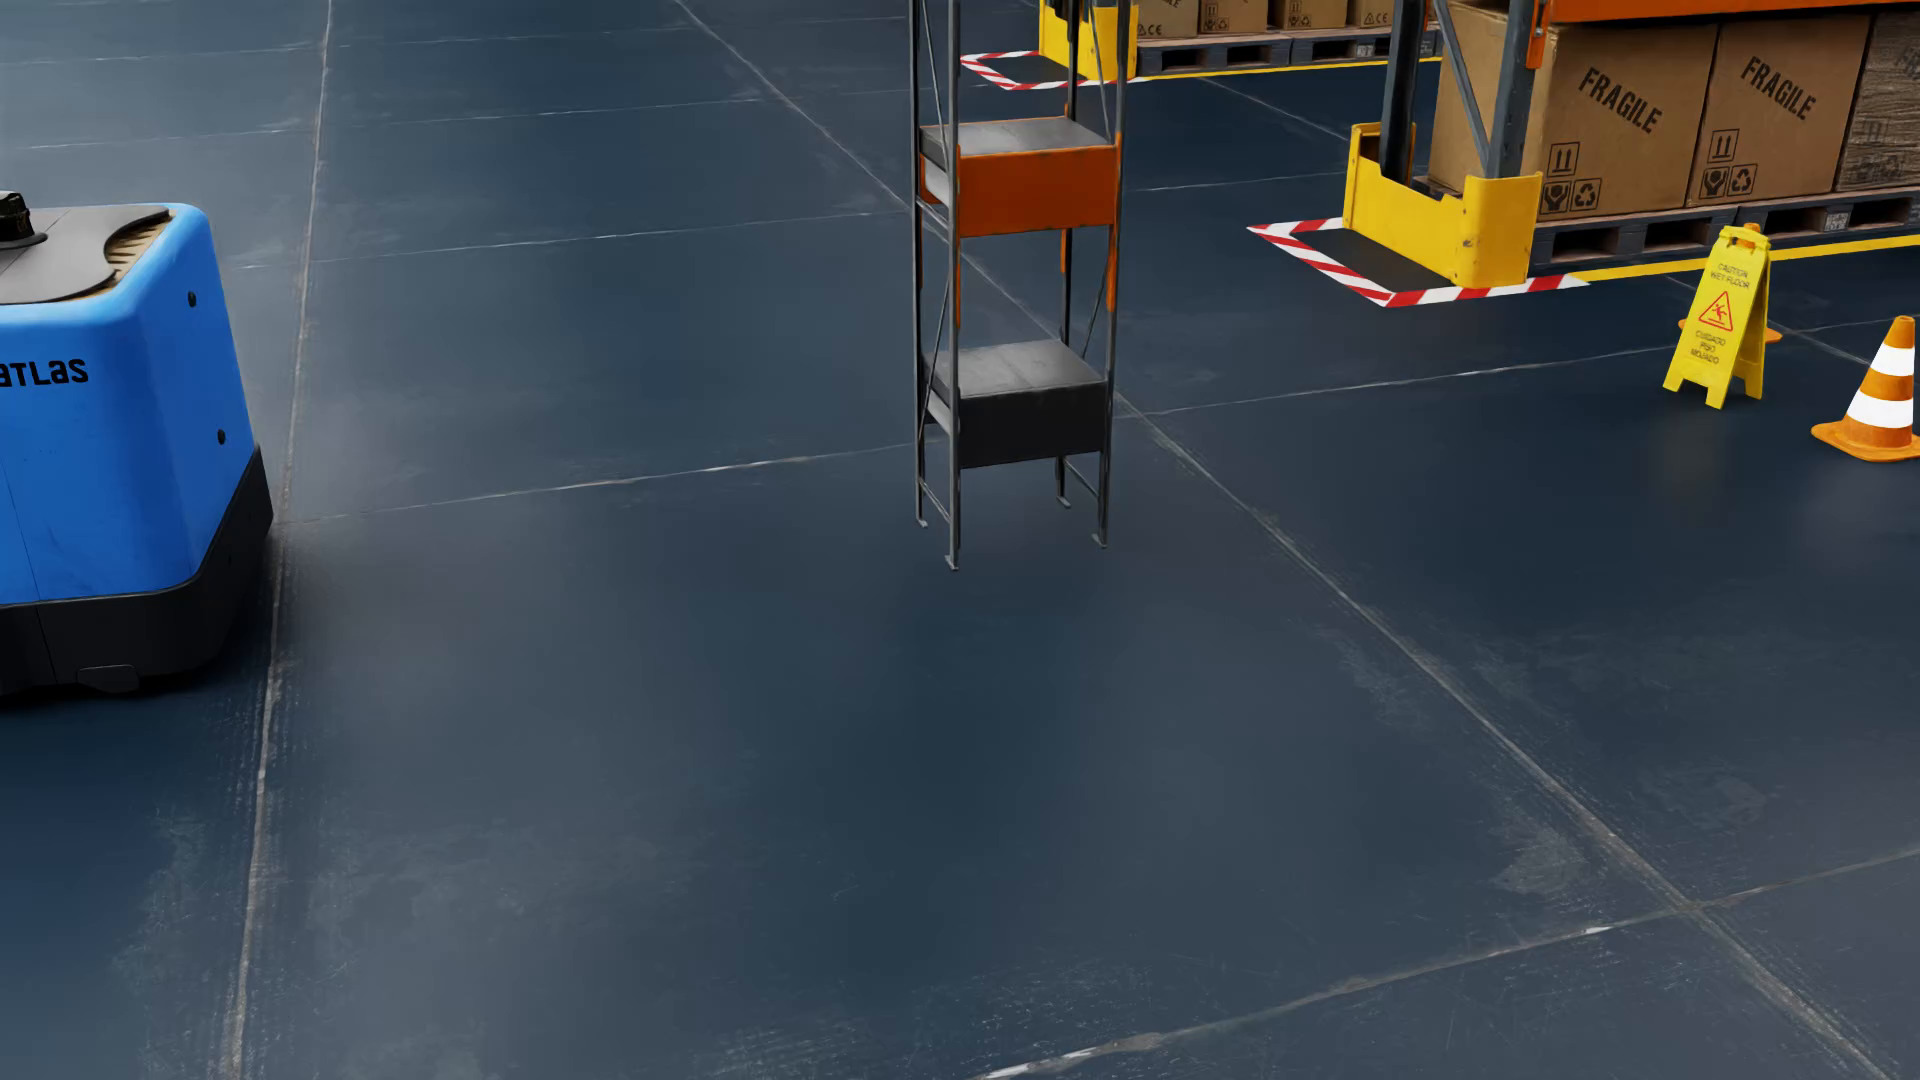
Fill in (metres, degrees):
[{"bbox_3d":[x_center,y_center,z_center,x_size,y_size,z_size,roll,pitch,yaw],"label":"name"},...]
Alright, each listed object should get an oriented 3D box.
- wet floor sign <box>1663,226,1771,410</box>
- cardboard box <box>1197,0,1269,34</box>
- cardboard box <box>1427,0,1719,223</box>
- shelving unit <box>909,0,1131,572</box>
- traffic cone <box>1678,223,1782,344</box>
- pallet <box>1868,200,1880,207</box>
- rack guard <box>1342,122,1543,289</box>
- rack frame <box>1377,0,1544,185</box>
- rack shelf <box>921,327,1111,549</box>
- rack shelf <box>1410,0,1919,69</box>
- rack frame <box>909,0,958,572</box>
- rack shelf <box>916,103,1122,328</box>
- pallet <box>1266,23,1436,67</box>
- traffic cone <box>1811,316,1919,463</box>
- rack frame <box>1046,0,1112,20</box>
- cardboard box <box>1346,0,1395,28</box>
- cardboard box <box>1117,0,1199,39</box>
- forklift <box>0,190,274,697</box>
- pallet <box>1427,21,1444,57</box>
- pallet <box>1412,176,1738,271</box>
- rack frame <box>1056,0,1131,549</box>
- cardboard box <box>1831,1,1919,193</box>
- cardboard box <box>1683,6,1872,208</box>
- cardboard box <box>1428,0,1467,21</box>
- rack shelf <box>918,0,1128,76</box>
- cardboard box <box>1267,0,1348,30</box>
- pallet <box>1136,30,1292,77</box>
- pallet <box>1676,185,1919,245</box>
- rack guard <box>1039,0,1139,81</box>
[{"bbox_3d":[2.886,-0.852,6.241,0.232,0.644,0.267,-13,29,-25],"label":"wet floor sign"},{"bbox_3d":[2.017,-4.103,12.480,0.500,0.500,0.500,-1,26,-3],"label":"cardboard box"},{"bbox_3d":[2.925,-2.105,8.035,0.875,0.875,0.875,-8,28,-16],"label":"cardboard box"},{"bbox_3d":[0.157,-0.963,4.829,0.503,2.100,0.431,-8,28,-16],"label":"shelving unit"},{"bbox_3d":[3.245,-1.084,6.913,0.334,0.463,0.336,-8,28,-16],"label":"traffic cone"},{"bbox_3d":[5.357,-1.978,8.997,1.213,0.211,1.003,-8,28,-16],"label":"pallet"},{"bbox_3d":[2.278,-1.625,7.961,0.348,0.500,1.175,-8,28,-16],"label":"rack guard"},{"bbox_3d":[2.300,-2.748,7.411,0.127,3.000,1.000,-8,28,-16],"label":"rack frame"},{"bbox_3d":[0.157,-0.324,5.146,0.480,0.518,0.431,-8,28,-16],"label":"rack shelf"},{"bbox_3d":[4.202,-2.701,8.126,4.000,0.370,1.077,-8,28,-16],"label":"rack shelf"},{"bbox_3d":[-0.075,-0.930,4.761,0.015,2.100,0.400,-8,28,-16],"label":"rack frame"},{"bbox_3d":[0.157,-0.951,4.835,0.480,0.518,0.431,-8,28,-16],"label":"rack shelf"},{"bbox_3d":[2.874,-3.884,12.835,1.213,0.211,1.003,-8,28,-16],"label":"pallet"},{"bbox_3d":[3.272,-0.560,5.857,0.334,0.463,0.336,-8,28,-16],"label":"traffic cone"},{"bbox_3d":[0.861,-4.859,11.664,0.127,3.000,1.000,-8,28,-16],"label":"rack frame"},{"bbox_3d":[3.163,-4.239,12.754,0.500,0.500,0.500,-11,28,-21],"label":"cardboard box"},{"bbox_3d":[1.459,-4.006,12.285,0.500,0.500,0.500,-3,27,-7],"label":"cardboard box"},{"bbox_3d":[-3.564,-1.004,3.977,3.031,2.935,1.130,-5,27,-10],"label":"forklift"},{"bbox_3d":[4.036,-4.053,13.177,1.213,0.211,1.003,-8,28,-16],"label":"pallet"},{"bbox_3d":[3.036,-1.642,8.320,1.213,0.211,1.003,-8,28,-16],"label":"pallet"},{"bbox_3d":[0.389,-0.997,4.897,0.015,2.100,0.400,-8,28,-16],"label":"rack frame"},{"bbox_3d":[4.628,-2.352,8.532,0.875,0.875,0.875,-8,28,-16],"label":"cardboard box"},{"bbox_3d":[3.761,-2.227,8.281,0.875,0.875,0.875,-9,28,-17],"label":"cardboard box"},{"bbox_3d":[3.729,-4.358,12.993,0.500,0.500,0.500,0,26,0],"label":"cardboard box"},{"bbox_3d":[0.157,-1.578,4.524,0.480,0.518,0.431,-8,28,-16],"label":"rack shelf"},{"bbox_3d":[2.618,-4.181,12.638,0.500,0.500,0.500,-6,27,-11],"label":"cardboard box"},{"bbox_3d":[1.716,-3.717,12.500,1.213,0.211,1.003,-8,28,-16],"label":"pallet"},{"bbox_3d":[4.194,-1.808,8.655,1.213,0.211,1.003,-8,28,-16],"label":"pallet"},{"bbox_3d":[0.933,-3.750,12.241,0.348,0.500,1.175,-8,28,-16],"label":"rack guard"}]
